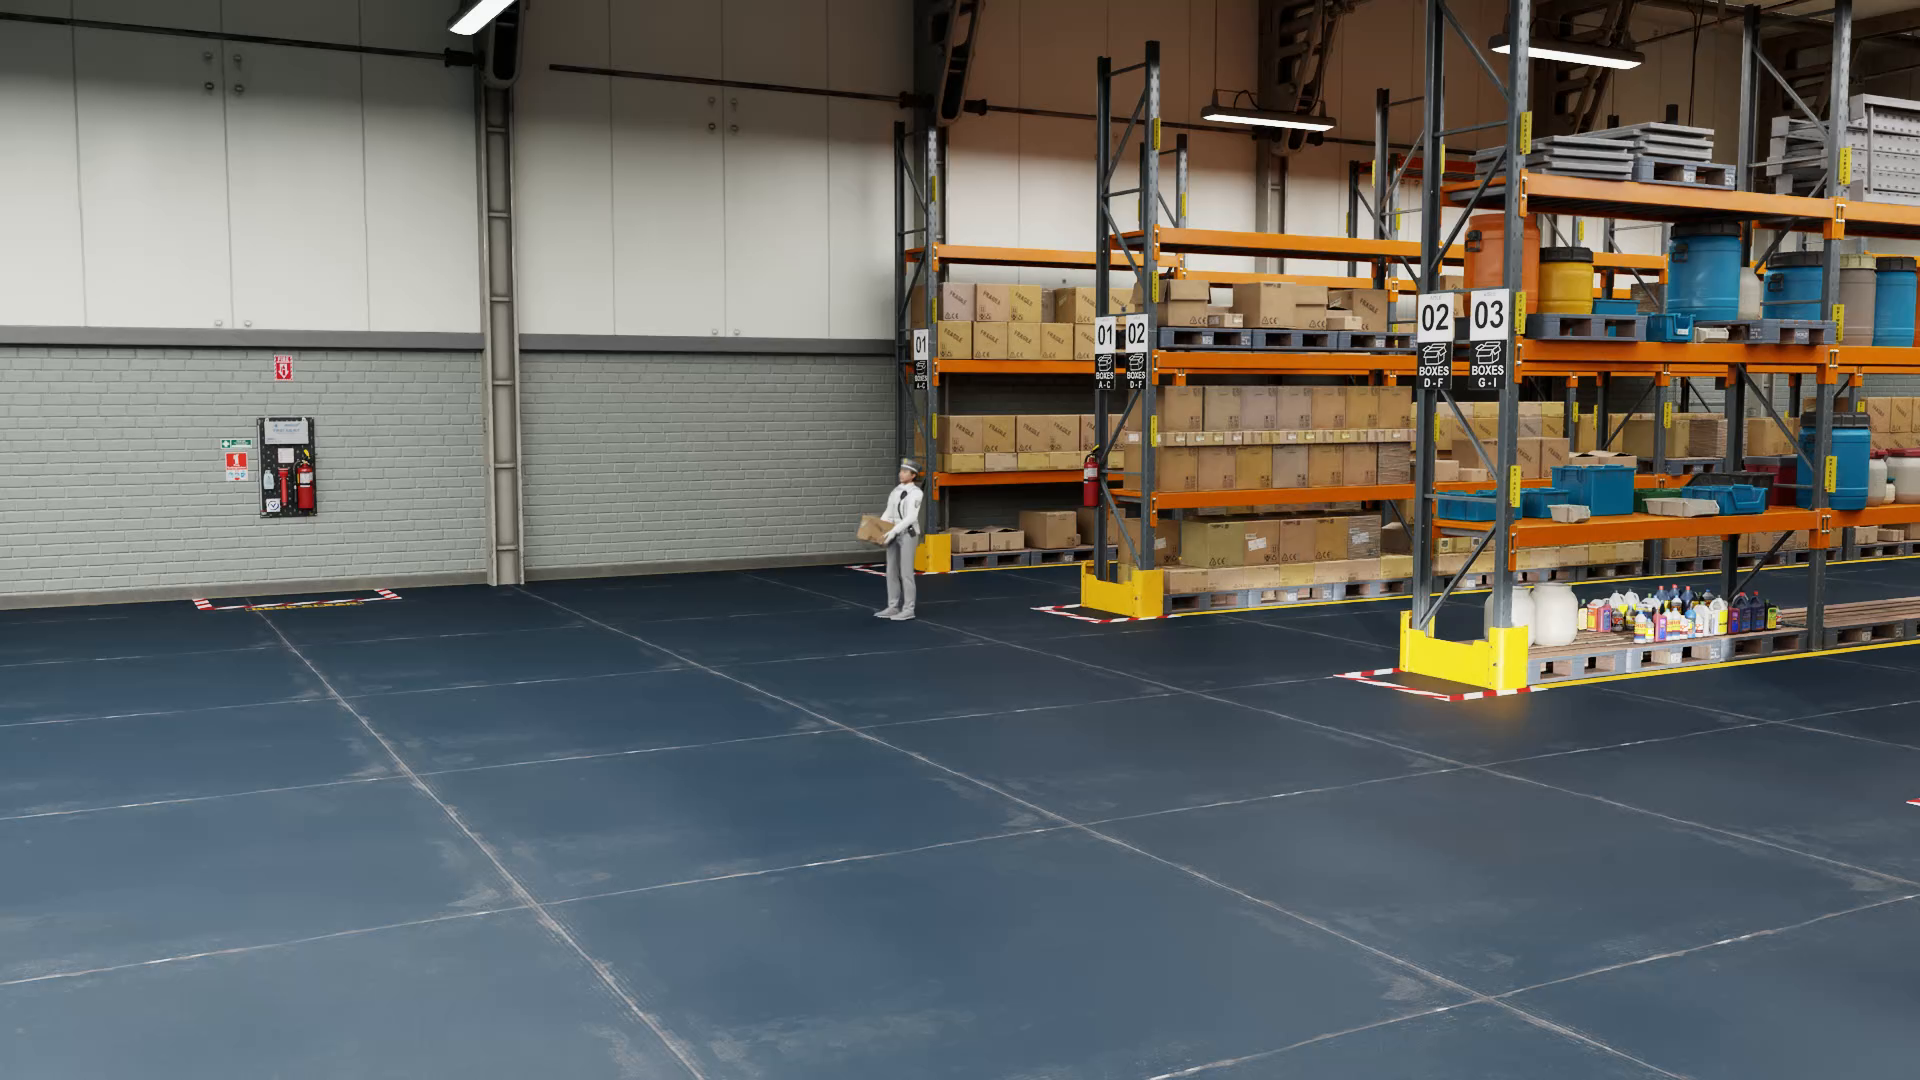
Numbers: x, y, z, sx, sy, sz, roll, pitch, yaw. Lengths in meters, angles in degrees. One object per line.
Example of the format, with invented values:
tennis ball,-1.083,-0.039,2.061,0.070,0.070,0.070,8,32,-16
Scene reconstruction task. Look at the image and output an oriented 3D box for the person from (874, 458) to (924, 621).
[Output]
person,-0.645,-0.012,17.426,0.543,1.700,0.496,-4,7,-38
